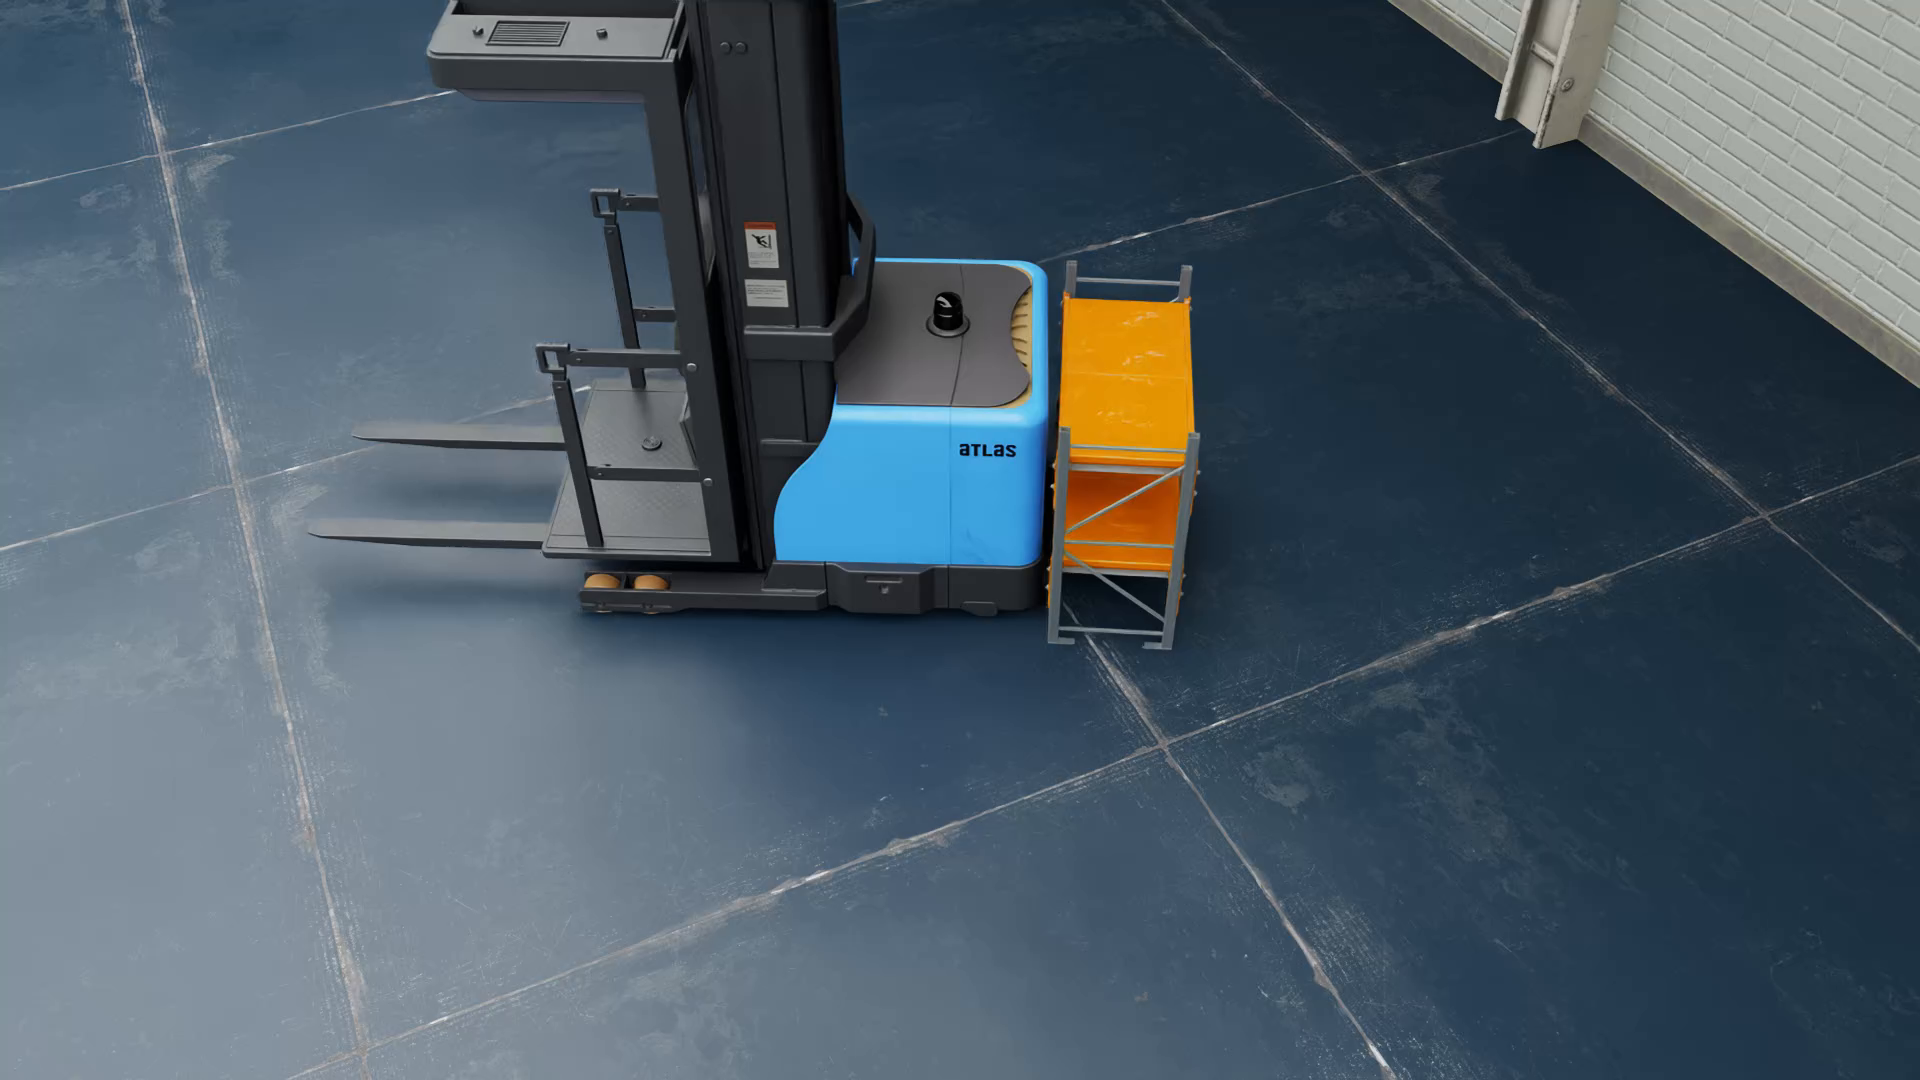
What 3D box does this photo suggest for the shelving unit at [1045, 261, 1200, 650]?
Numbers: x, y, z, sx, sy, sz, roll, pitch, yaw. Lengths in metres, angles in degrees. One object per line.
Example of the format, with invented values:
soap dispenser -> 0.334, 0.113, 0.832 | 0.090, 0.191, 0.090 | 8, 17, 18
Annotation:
shelving unit -> 0.638, -0.338, 6.660 | 0.538, 1.125, 1.048 | 3, 45, 3

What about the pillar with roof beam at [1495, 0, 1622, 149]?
pillar with roof beam -> -0.600, -4.299, 5.069 | 9.100, 9.000, 0.400 | -18, 47, -17

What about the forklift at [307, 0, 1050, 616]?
forklift -> -1.161, -1.111, 6.158 | 3.031, 2.935, 1.130 | 1, 45, 1

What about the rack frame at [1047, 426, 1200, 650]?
rack frame -> 0.602, 0.018, 6.299 | 0.500, 1.125, 0.032 | 3, 45, 3

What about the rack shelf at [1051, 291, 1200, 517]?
rack shelf -> 0.639, -0.546, 6.455 | 0.538, 0.278, 1.000 | 3, 45, 3

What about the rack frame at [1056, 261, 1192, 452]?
rack frame -> 0.675, -0.694, 7.021 | 0.500, 1.125, 0.032 | 3, 45, 3

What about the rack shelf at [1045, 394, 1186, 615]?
rack shelf -> 0.638, -0.164, 6.832 | 0.538, 0.278, 1.000 | 3, 45, 3
